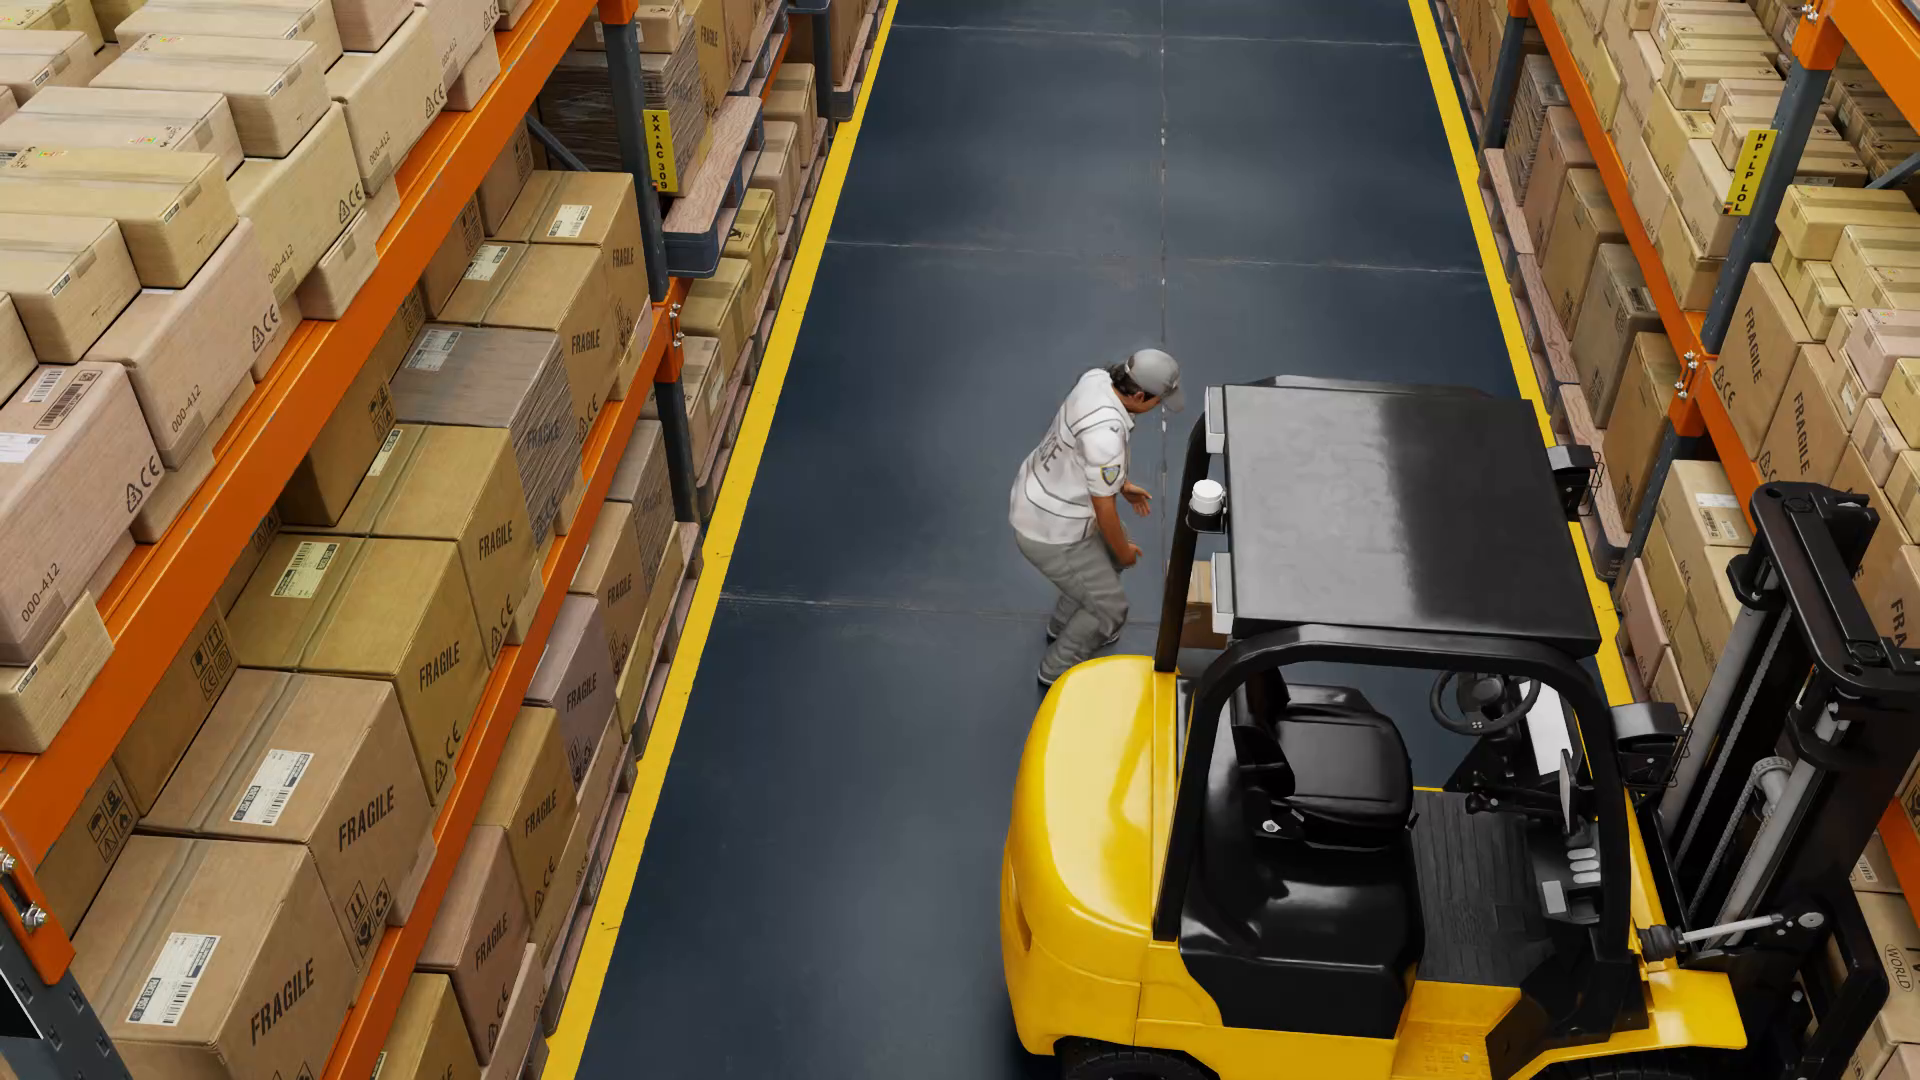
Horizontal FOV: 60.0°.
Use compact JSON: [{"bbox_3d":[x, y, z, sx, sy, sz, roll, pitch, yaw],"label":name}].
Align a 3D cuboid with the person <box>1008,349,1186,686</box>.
[{"bbox_3d":[0.506,-0.102,6.412,0.632,1.502,0.525,4,40,4],"label":"person"}]
